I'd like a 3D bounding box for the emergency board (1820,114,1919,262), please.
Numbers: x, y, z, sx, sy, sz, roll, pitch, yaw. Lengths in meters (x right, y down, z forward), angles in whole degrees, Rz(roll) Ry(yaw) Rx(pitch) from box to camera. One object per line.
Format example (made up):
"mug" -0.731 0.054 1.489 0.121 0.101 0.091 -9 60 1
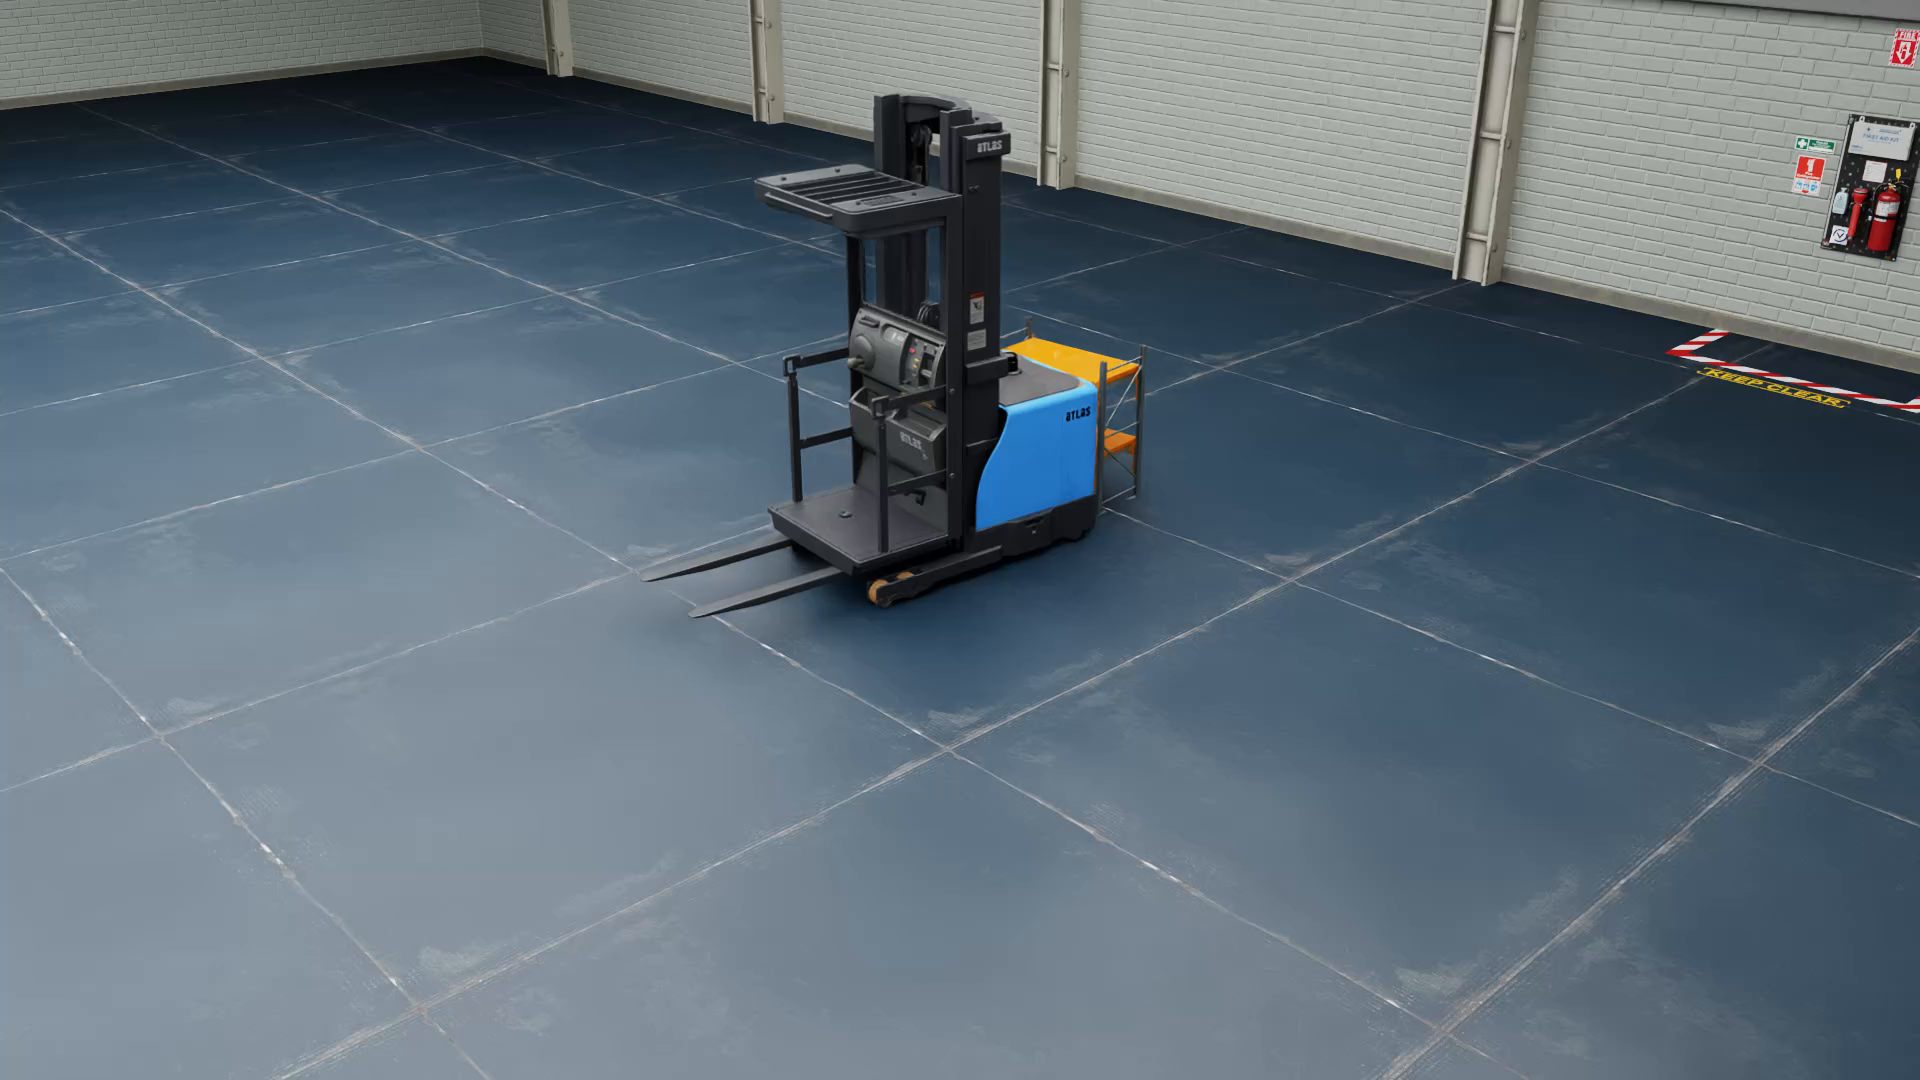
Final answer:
"emergency board" 7.763 -2.992 14.194 0.194 1.169 0.643 -21 32 -38

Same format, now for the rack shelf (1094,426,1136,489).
"rack shelf" 0.733 -0.673 11.959 1.000 0.278 0.538 20 31 37

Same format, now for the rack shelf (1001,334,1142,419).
"rack shelf" 0.733 -1.162 11.736 1.000 0.278 0.538 20 31 37

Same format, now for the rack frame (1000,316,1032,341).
"rack frame" 0.351 -1.035 12.162 0.032 1.125 0.500 20 31 37

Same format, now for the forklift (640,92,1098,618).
"forklift" -0.560 -1.166 10.275 3.031 2.935 1.130 -17 30 -33

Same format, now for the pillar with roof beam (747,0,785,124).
"pillar with roof beam" -6.021 -9.194 20.561 9.100 9.000 0.400 -21 32 -38

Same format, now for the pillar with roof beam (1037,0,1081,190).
"pillar with roof beam" -1.920 -7.376 16.576 9.100 9.000 0.400 -21 32 -38

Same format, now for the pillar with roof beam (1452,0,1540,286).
"pillar with roof beam" 2.181 -5.558 12.592 9.100 9.000 0.400 -21 32 -38

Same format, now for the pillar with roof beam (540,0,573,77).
"pillar with roof beam" -10.122 -11.012 24.546 9.100 9.000 0.400 -21 32 -38

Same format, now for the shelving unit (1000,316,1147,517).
"shelving unit" 0.733 -0.896 11.858 1.048 1.125 0.538 20 31 37

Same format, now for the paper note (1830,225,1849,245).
"paper note" 7.692 -2.664 14.537 0.016 0.148 0.142 -21 32 -38

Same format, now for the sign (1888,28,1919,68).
"sign" 7.830 -4.077 13.780 0.001 0.298 0.199 -21 32 -38

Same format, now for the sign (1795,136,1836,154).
"sign" 7.457 -3.442 14.499 0.001 0.109 0.331 -21 32 -38

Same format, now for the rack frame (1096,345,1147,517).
"rack frame" 1.116 -0.757 11.553 0.032 1.125 0.500 20 31 37

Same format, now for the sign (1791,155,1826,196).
"sign" 7.460 -3.205 14.618 0.001 0.329 0.234 -21 32 -38
